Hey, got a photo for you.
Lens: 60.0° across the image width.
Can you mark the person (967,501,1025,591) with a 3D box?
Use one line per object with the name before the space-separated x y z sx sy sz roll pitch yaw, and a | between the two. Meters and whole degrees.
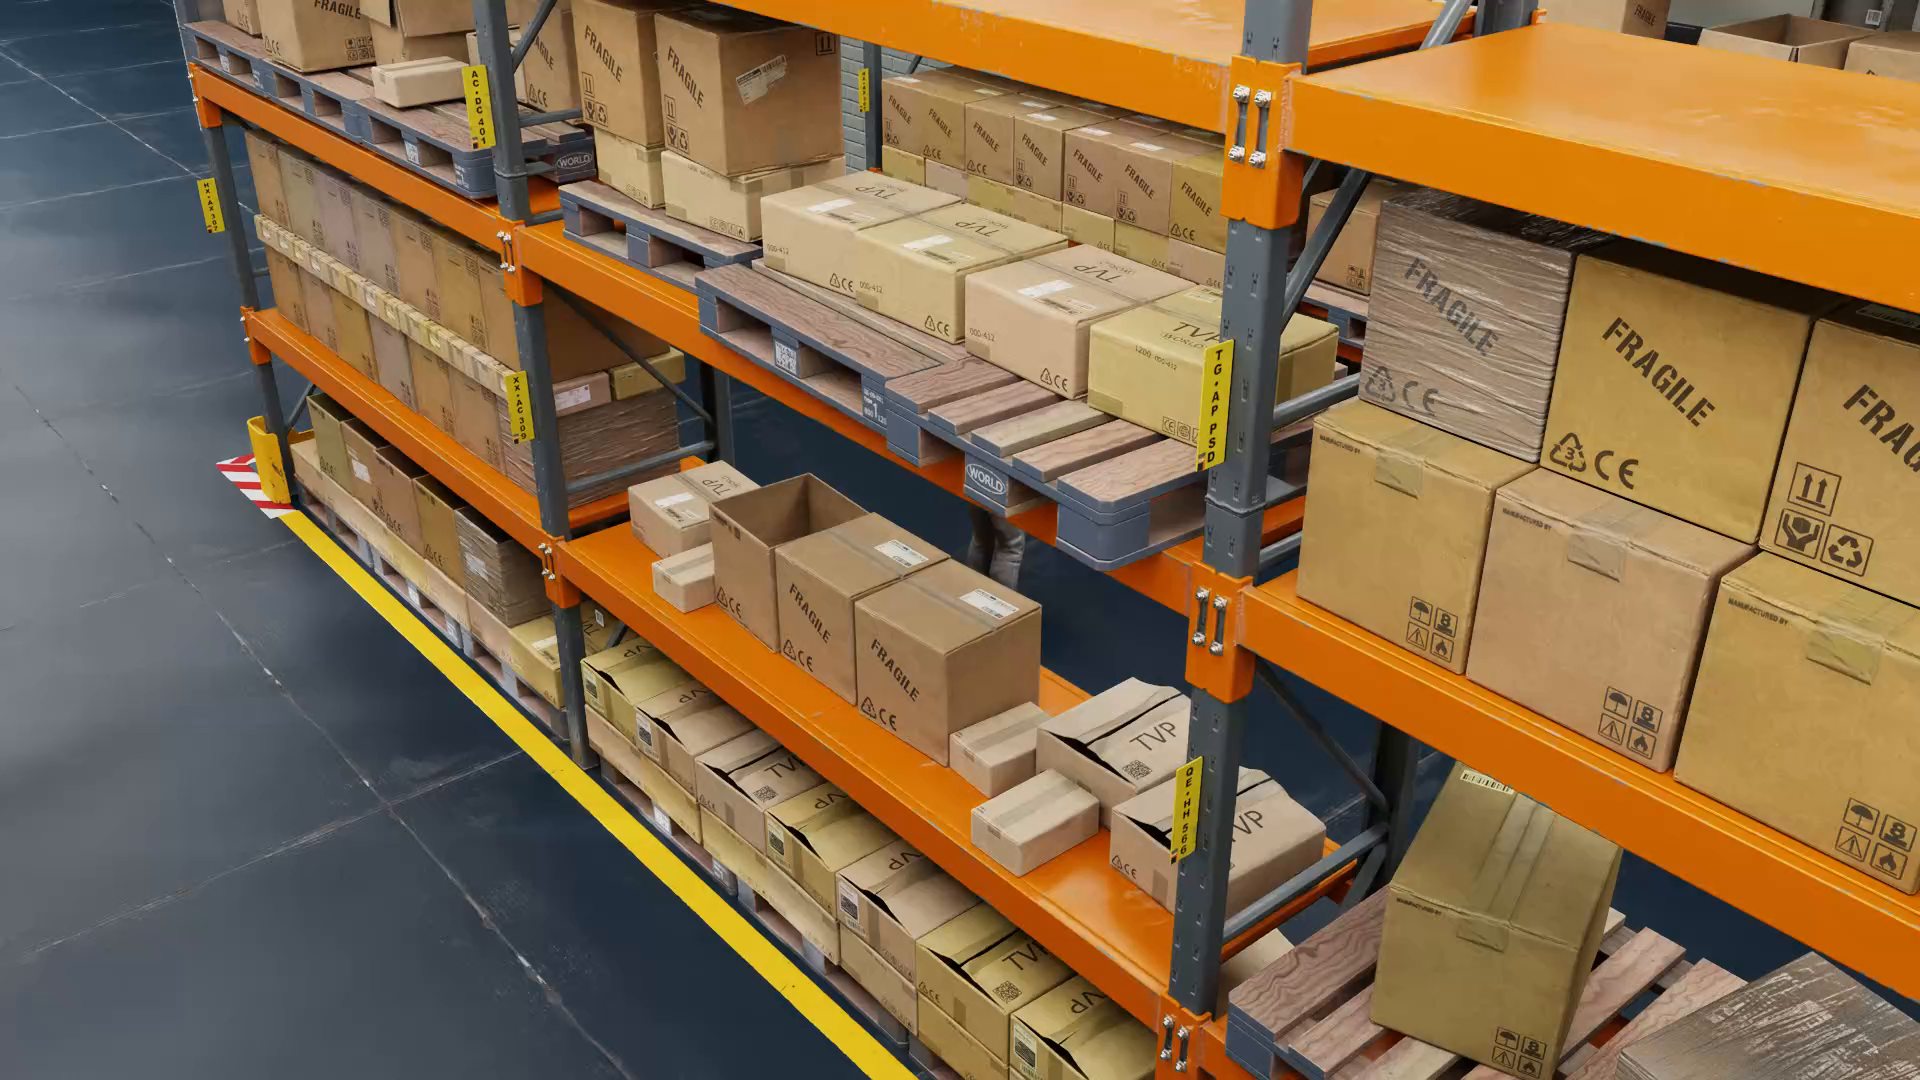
person | 0.248 -0.368 9.308 0.592 1.746 0.501 -23 35 -36
